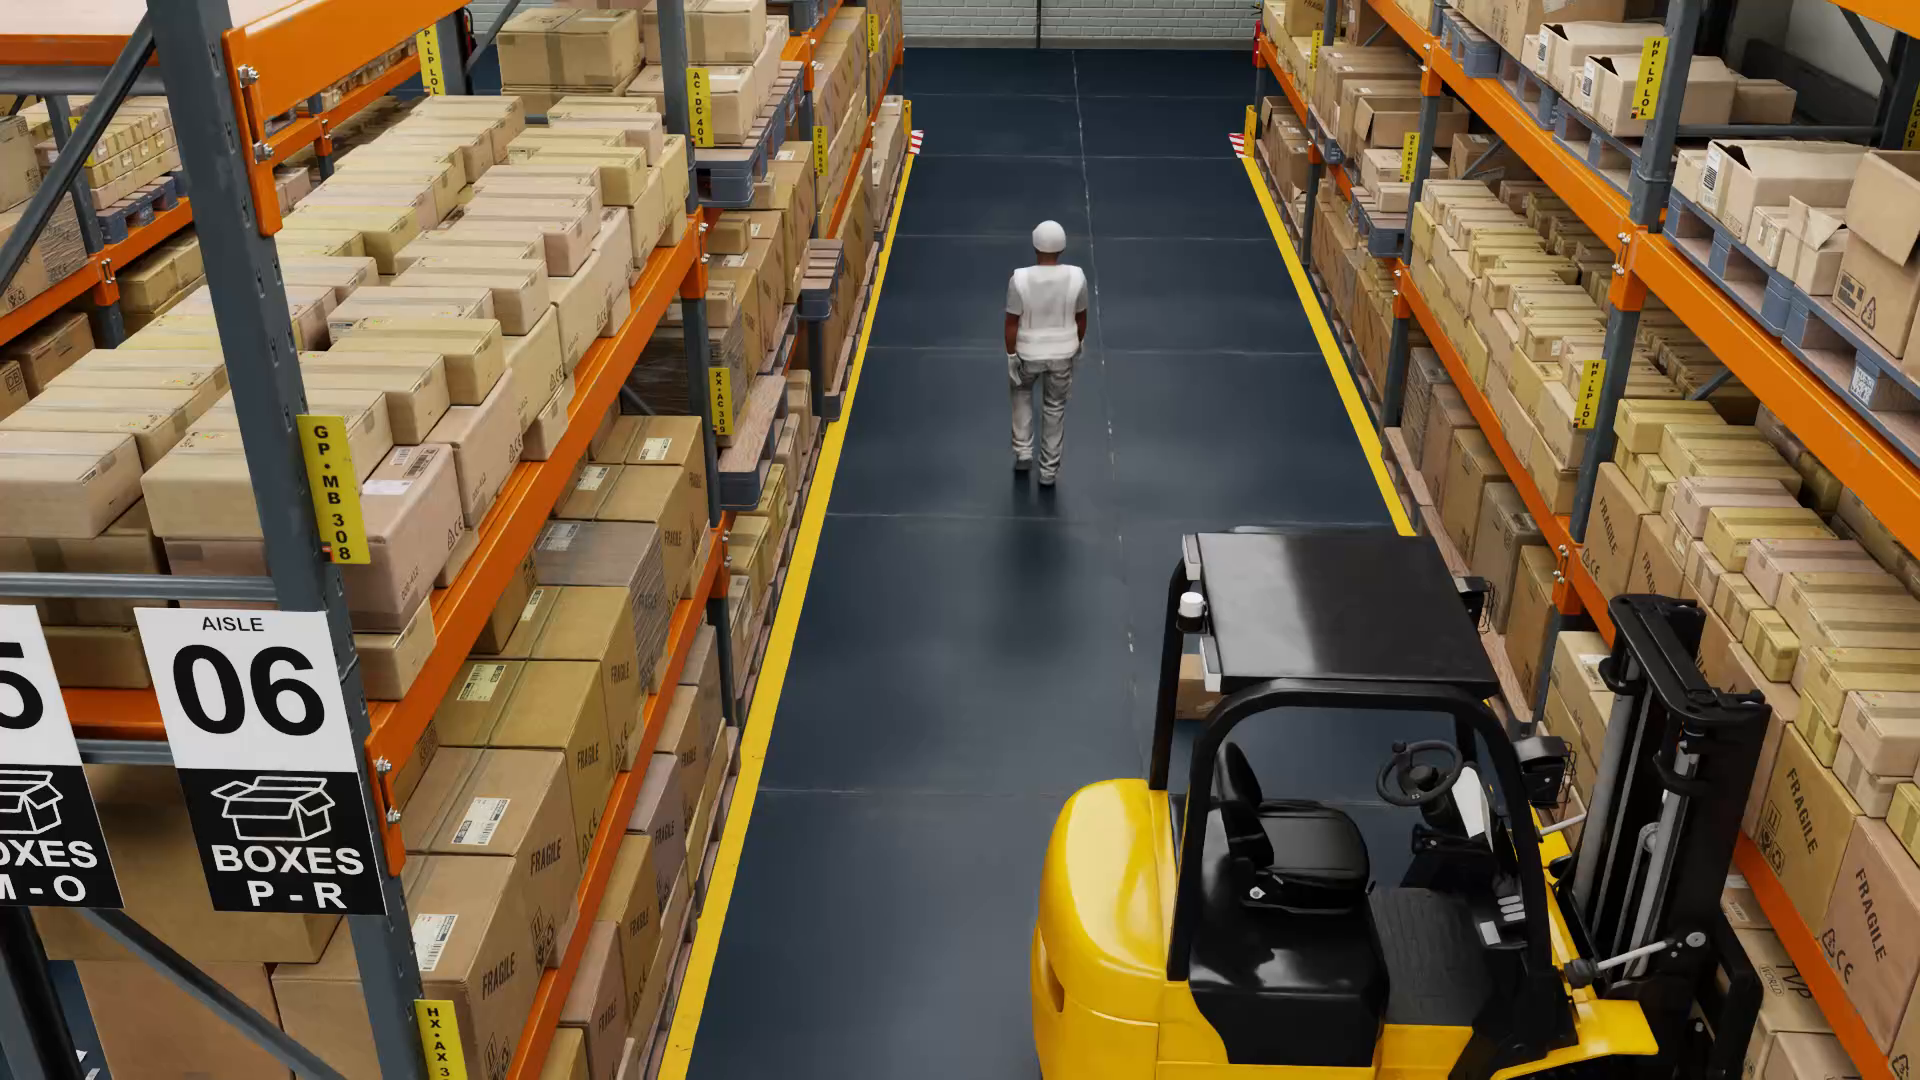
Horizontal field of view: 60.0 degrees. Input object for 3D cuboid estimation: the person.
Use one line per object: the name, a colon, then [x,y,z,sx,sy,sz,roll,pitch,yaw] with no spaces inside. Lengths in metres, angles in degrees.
person: [0.560,-1.233,10.951,0.544,1.825,0.489,0,28,0]
